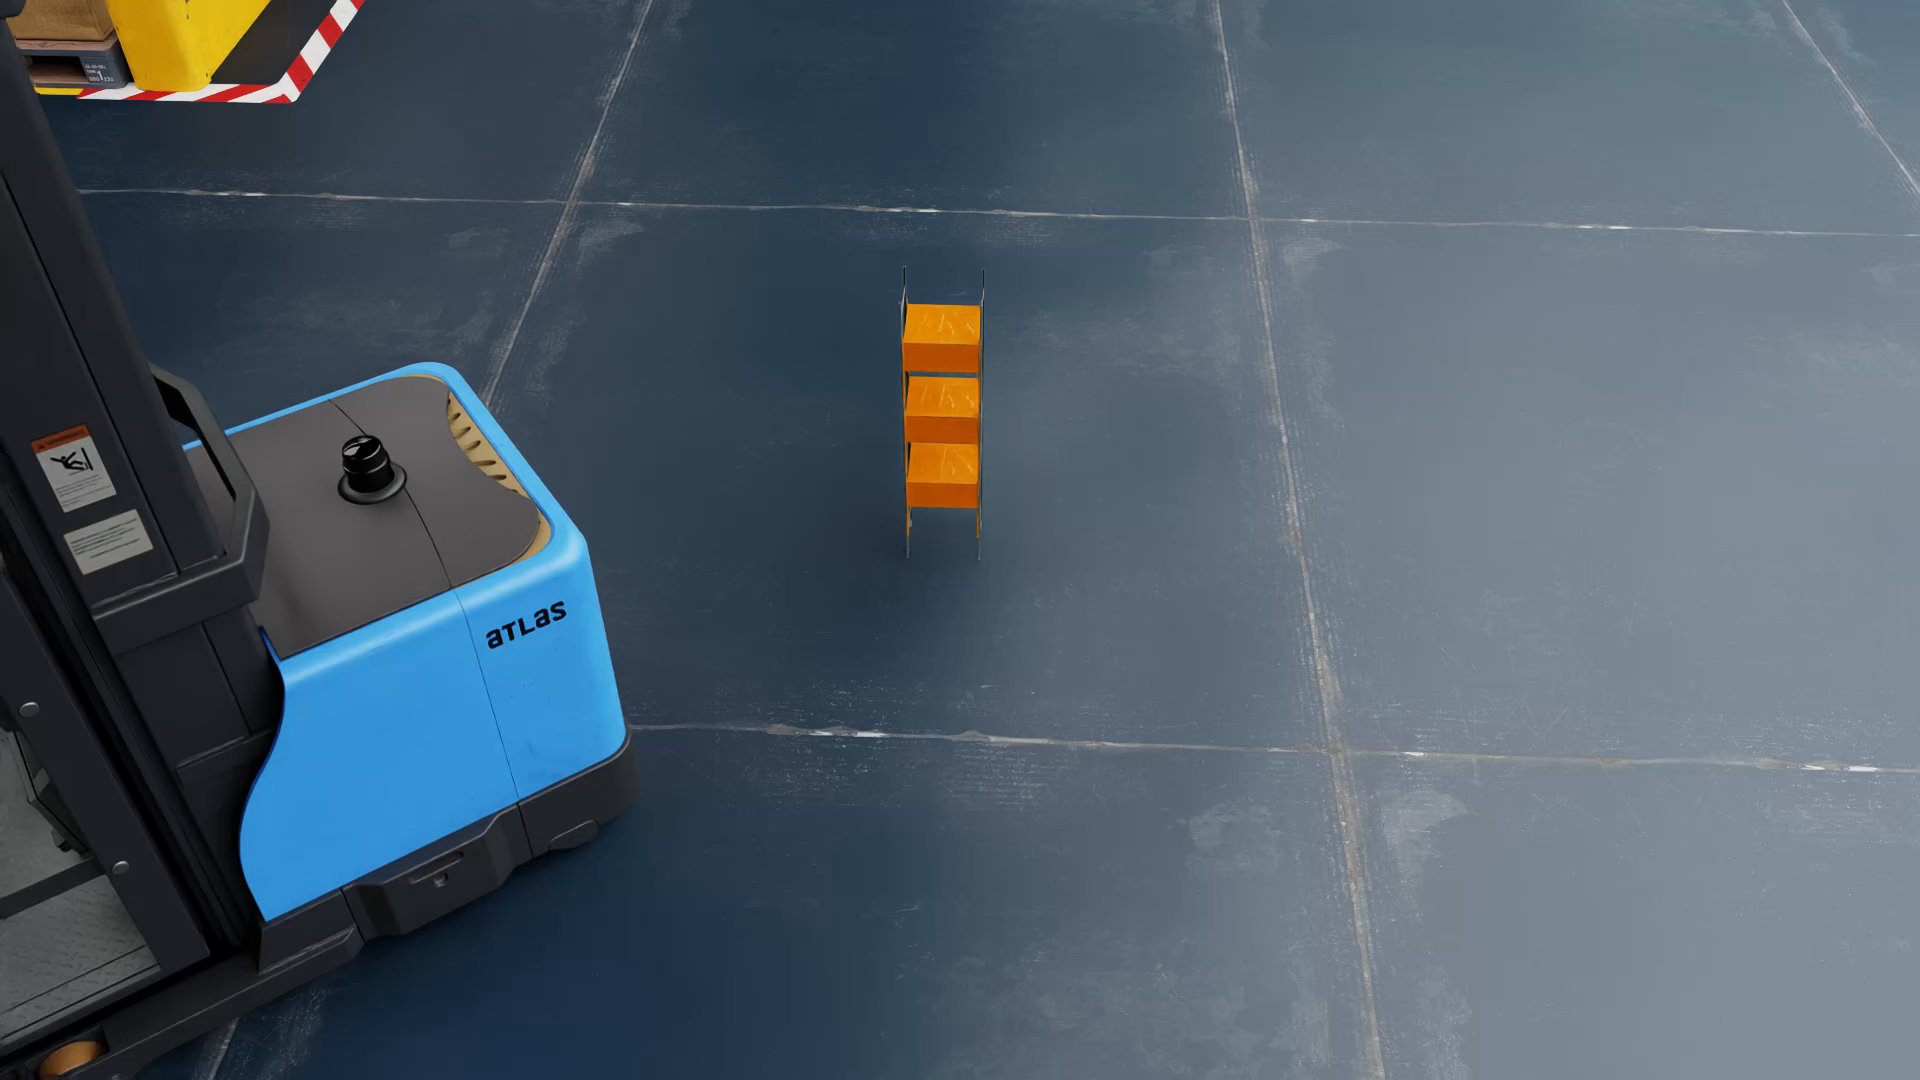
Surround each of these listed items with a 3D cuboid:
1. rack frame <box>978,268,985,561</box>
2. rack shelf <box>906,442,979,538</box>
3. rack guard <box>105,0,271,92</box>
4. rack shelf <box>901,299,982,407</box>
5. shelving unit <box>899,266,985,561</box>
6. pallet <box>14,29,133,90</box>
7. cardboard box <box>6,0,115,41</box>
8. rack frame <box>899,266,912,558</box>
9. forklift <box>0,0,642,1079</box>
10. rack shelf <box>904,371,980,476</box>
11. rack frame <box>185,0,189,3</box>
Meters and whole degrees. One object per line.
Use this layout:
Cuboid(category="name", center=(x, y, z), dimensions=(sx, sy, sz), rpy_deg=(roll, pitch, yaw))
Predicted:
Cuboid(category="rack frame", center=(0.068, -0.382, 5.390), dimensions=(0.008, 1.050, 0.200), rpy_deg=(2, 43, 2))
Cuboid(category="rack shelf", center=(-0.053, -0.175, 5.591), dimensions=(0.240, 0.259, 0.215), rpy_deg=(2, 43, 2))
Cuboid(category="rack guard", center=(-3.834, -2.764, 8.350), dimensions=(0.348, 0.500, 1.175), rpy_deg=(2, 43, 2))
Cuboid(category="rack shelf", center=(-0.053, -0.586, 5.208), dimensions=(0.240, 0.259, 0.215), rpy_deg=(2, 43, 2))
Cuboid(category="shelving unit", center=(-0.053, -0.386, 5.394), dimensions=(0.252, 1.050, 0.215), rpy_deg=(2, 43, 2))
Cuboid(category="pallet", center=(-4.661, -2.630, 8.418), dimensions=(1.213, 0.211, 1.003), rpy_deg=(2, 43, 2))
Cuboid(category="cardboard box", center=(-4.539, -3.031, 8.054), dimensions=(0.875, 0.875, 0.875), rpy_deg=(2, 43, 2))
Cuboid(category="rack frame", center=(-0.175, -0.390, 5.398), dimensions=(0.008, 1.050, 0.200), rpy_deg=(2, 43, 2))
Cuboid(category="forklift", center=(-2.435, 0.019, 3.580), dimensions=(3.031, 2.935, 1.130), rpy_deg=(-25, 48, -24))
Cuboid(category="rack shelf", center=(-0.053, -0.378, 5.401), dimensions=(0.240, 0.259, 0.215), rpy_deg=(2, 43, 2))
Cuboid(category="rack frame", center=(-3.858, -3.679, 7.499), dimensions=(0.127, 3.000, 1.000), rpy_deg=(2, 43, 2))
